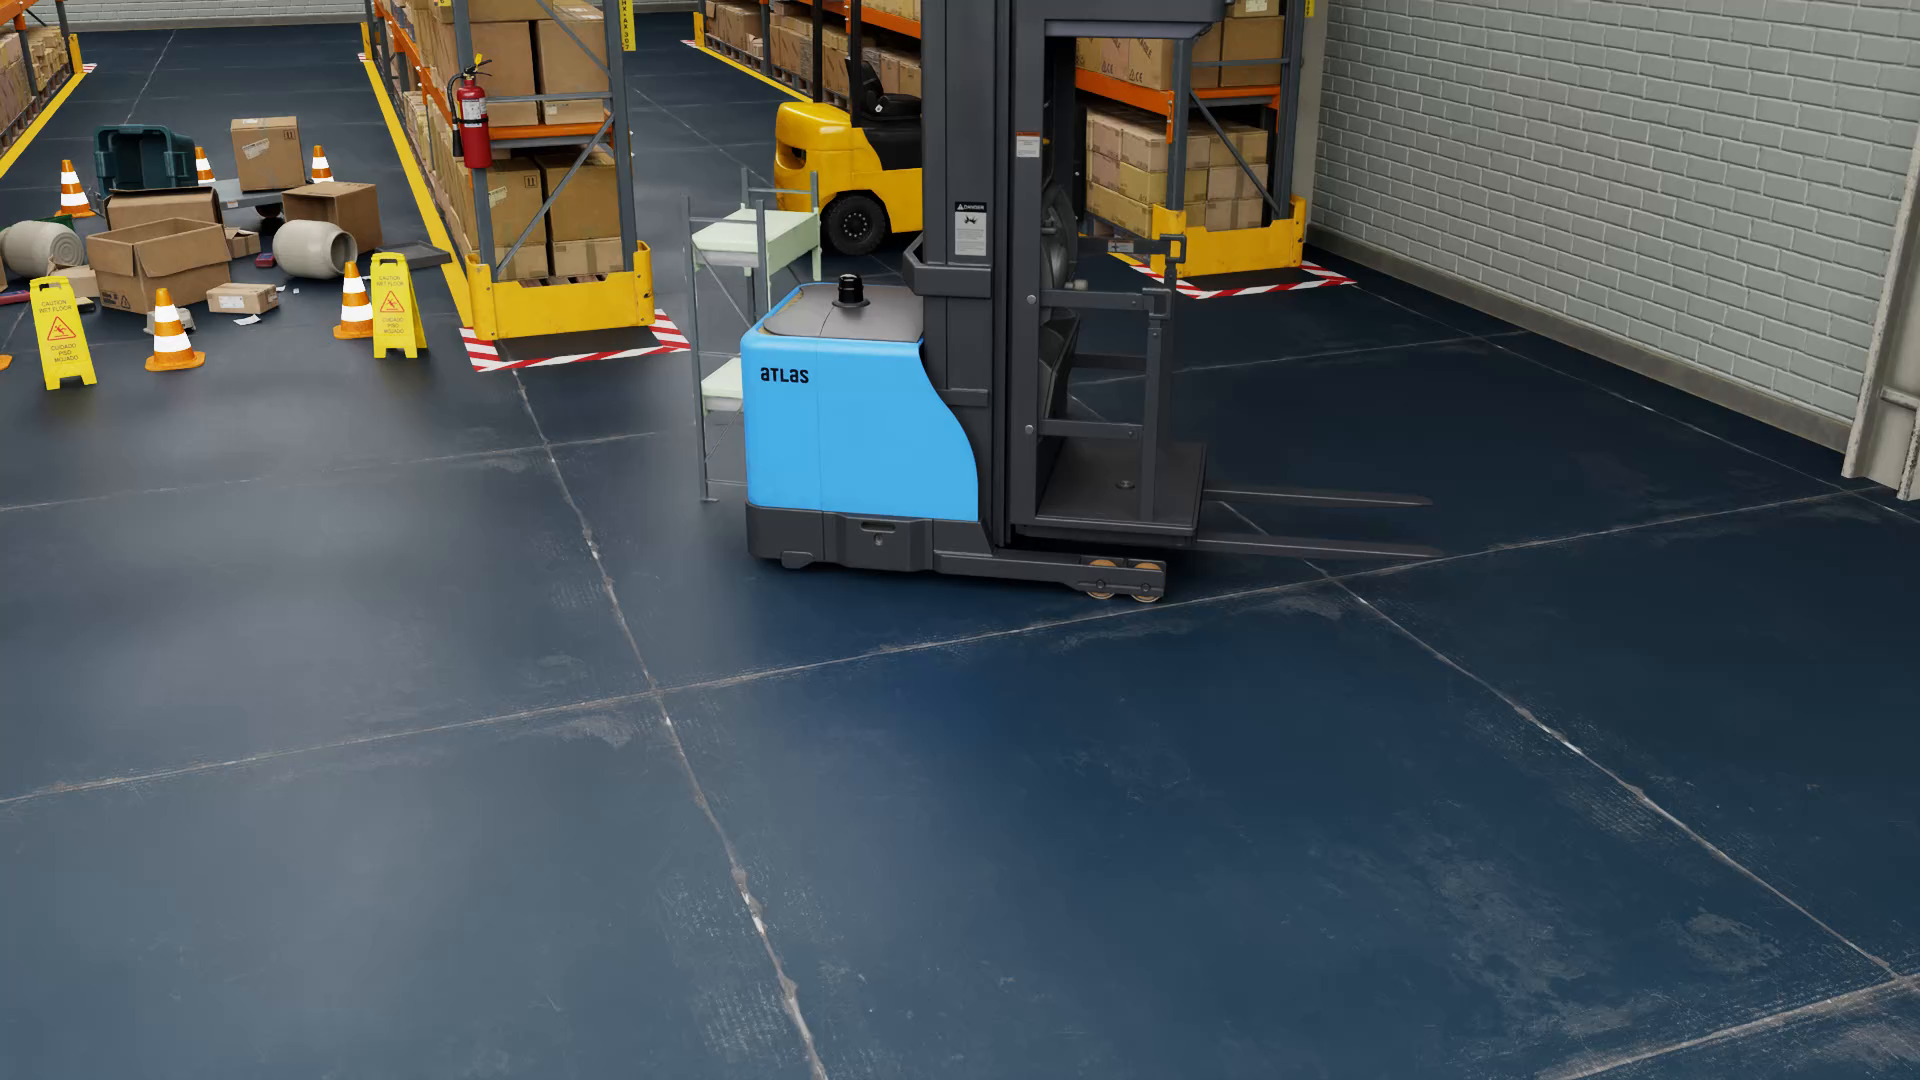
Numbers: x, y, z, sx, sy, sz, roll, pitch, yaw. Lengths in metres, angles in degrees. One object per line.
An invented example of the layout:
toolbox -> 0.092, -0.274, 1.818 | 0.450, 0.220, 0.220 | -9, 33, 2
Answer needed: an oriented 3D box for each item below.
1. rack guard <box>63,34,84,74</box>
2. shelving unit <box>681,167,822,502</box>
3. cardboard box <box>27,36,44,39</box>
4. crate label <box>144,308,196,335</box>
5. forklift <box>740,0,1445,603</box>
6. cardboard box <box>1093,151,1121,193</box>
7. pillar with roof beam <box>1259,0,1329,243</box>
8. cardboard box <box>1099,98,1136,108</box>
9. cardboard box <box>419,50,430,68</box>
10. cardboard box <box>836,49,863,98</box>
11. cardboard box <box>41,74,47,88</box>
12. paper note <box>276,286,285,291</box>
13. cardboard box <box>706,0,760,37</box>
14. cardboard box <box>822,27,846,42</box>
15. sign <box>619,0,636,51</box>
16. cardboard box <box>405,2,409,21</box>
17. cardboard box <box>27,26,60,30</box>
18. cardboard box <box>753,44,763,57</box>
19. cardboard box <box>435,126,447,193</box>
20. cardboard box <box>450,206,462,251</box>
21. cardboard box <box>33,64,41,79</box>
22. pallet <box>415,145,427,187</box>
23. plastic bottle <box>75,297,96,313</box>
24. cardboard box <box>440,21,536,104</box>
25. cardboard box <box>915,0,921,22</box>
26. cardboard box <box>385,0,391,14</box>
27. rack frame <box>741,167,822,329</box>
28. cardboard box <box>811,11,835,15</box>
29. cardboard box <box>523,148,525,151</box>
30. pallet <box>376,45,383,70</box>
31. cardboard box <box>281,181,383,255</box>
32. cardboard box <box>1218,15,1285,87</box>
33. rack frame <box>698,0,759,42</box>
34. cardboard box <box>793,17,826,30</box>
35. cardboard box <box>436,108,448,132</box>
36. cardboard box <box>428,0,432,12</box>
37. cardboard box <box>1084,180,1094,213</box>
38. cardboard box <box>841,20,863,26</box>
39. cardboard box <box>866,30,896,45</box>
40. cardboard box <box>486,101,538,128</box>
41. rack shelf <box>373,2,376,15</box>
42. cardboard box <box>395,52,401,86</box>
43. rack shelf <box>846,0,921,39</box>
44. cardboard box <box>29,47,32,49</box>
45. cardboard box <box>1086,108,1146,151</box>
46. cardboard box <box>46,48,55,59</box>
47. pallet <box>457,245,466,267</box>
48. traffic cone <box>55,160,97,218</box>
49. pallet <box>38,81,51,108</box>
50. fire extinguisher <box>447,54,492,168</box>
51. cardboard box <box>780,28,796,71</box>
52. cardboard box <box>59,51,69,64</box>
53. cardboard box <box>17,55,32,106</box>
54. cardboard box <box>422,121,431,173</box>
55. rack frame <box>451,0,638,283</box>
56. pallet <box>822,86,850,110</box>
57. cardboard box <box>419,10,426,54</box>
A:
rack guard -> -12.841, -6.707, 23.020 | 1.175, 0.500, 0.348 | -8, 24, -19
shelving unit -> -0.991, -1.008, 8.210 | 0.431, 1.500, 0.755 | 6, 24, 14
cardboard box -> -12.030, -6.404, 21.445 | 0.380, 0.149, 0.250 | -9, 25, -21
crate label -> -5.233, -1.450, 11.015 | 0.298, 0.136, 0.250 | 18, 29, 36
forklift -> 0.613, -1.307, 7.078 | 3.031, 2.935, 1.130 | 4, 23, 9
cardboard box -> 1.391, -2.946, 13.233 | 0.500, 0.250, 0.500 | -9, 24, -20
pillar with roof beam -> -1.408, -6.022, 10.451 | 9.100, 9.000, 0.400 | -8, 24, -19
cardboard box -> 1.508, -3.611, 14.167 | 0.500, 0.250, 0.500 | -9, 24, -20
cardboard box -> -4.222, -3.968, 13.626 | 0.380, 0.149, 0.250 | -8, 24, -19
cardboard box -> -1.154, -5.544, 19.719 | 0.500, 0.500, 0.500 | -8, 24, -17
cardboard box -> -11.377, -5.586, 20.272 | 0.380, 0.149, 0.250 | -8, 24, -17
paper note -> -4.976, -1.815, 12.032 | 0.148, 0.019, 0.142 | 0, 23, -1
cardboard box -> -3.503, -8.093, 25.763 | 0.797, 0.503, 0.637 | -9, 25, -21
cardboard box -> -1.532, -6.253, 20.566 | 0.380, 0.149, 0.250 | -9, 24, -20
sign -> -2.113, -3.262, 10.514 | 0.100, 0.325, 0.005 | -8, 24, -19
cardboard box -> -4.768, -4.748, 14.936 | 0.380, 0.149, 0.250 | -8, 24, -19
cardboard box -> -12.443, -6.883, 22.583 | 0.380, 0.149, 0.250 | -8, 24, -18
cardboard box -> -2.689, -6.874, 23.326 | 0.380, 0.149, 0.250 | -9, 25, -21
cardboard box -> -3.877, -3.070, 13.206 | 0.500, 0.500, 0.500 | -7, 24, -17
cardboard box -> -3.523, -2.351, 12.465 | 0.500, 0.250, 0.500 | -9, 25, -21
cardboard box -> -11.283, -5.626, 19.983 | 0.380, 0.149, 0.250 | -7, 24, -17
pallet -> -4.744, -3.684, 16.219 | 1.003, 0.211, 1.213 | -8, 24, -19
plastic bottle -> -6.122, -1.641, 11.565 | 0.133, 0.061, 0.283 | -18, 29, -37
cardboard box -> -3.070, -3.132, 10.806 | 0.500, 0.500, 0.500 | -9, 24, -20
cardboard box -> -0.143, -5.369, 16.821 | 0.500, 0.250, 0.500 | -8, 24, -19
cardboard box -> -5.868, -5.775, 17.782 | 0.500, 0.250, 0.500 | -9, 25, -21
rack frame -> -0.897, -1.145, 8.536 | 0.400, 1.500, 0.023 | 6, 24, 14
cardboard box -> -1.817, -7.078, 22.524 | 0.380, 0.149, 0.250 | -9, 25, -21
cardboard box -> -3.014, -2.773, 12.502 | 0.500, 0.500, 0.500 | -8, 24, -18
pallet -> -7.917, -7.038, 24.176 | 1.003, 0.211, 1.213 | -8, 24, -19
cardboard box -> -4.928, -2.516, 13.072 | 0.500, 0.500, 0.500 | 8, 24, 18
cardboard box -> 2.107, -3.736, 12.622 | 0.500, 0.500, 0.500 | -8, 24, -17
rack frame -> -3.630, -9.285, 25.917 | 1.000, 3.000, 0.127 | -8, 24, -19
cardboard box -> -1.958, -6.726, 21.688 | 0.380, 0.149, 0.250 | -9, 24, -20
cardboard box -> -3.808, -3.224, 12.737 | 0.380, 0.149, 0.250 | -7, 24, -16
cardboard box -> -3.177, -3.773, 11.042 | 0.700, 0.500, 0.500 | -8, 24, -18
cardboard box -> 1.226, -2.890, 13.745 | 0.500, 0.250, 0.500 | -8, 24, -18
cardboard box -> -1.320, -6.614, 21.422 | 0.380, 0.149, 0.250 | -8, 24, -18
cardboard box -> -0.928, -6.131, 20.276 | 0.380, 0.149, 0.250 | -8, 24, -18
cardboard box -> -2.952, -2.780, 10.807 | 0.380, 0.149, 0.250 | -8, 24, -17
rack shelf -> -7.566, -7.544, 22.714 | 1.077, 0.370, 4.000 | -8, 24, -19
cardboard box -> -6.565, -6.149, 20.673 | 0.875, 0.875, 0.875 | -8, 24, -17
rack shelf -> -0.097, -5.320, 17.436 | 1.077, 0.370, 4.000 | -8, 24, -19
cardboard box -> -11.560, -5.934, 20.331 | 0.380, 0.149, 0.250 | -9, 24, -20
cardboard box -> 1.194, -3.350, 13.548 | 0.500, 0.250, 0.500 | -8, 24, -18
cardboard box -> -11.961, -6.280, 21.535 | 0.380, 0.149, 0.250 | -7, 24, -16
pallet -> -3.328, -2.274, 12.874 | 1.003, 0.211, 1.213 | -8, 24, -19
traffic cone -> -7.689, -3.052, 14.395 | 0.336, 0.463, 0.334 | -8, 24, -19
pallet -> -11.725, -5.388, 20.261 | 1.003, 0.211, 1.213 | -8, 24, -19
fire extinguisher -> -3.011, -2.649, 10.271 | 0.296, 0.674, 0.183 | -8, 24, -19
cardboard box -> -2.059, -6.474, 21.927 | 0.500, 0.500, 0.500 | -9, 24, -20
cardboard box -> -12.301, -6.524, 22.497 | 0.380, 0.149, 0.250 | -8, 24, -17
cardboard box -> -10.957, -5.241, 18.999 | 0.500, 0.500, 0.500 | -9, 24, -20
cardboard box -> -4.478, -3.676, 15.452 | 0.950, 0.372, 0.625 | -7, 24, -16
rack frame -> -2.620, -2.789, 10.505 | 1.000, 3.000, 0.127 | -8, 24, -19
pallet -> -1.032, -5.370, 20.218 | 1.003, 0.211, 1.213 | -8, 24, -19
cardboard box -> -3.939, -4.048, 12.981 | 0.500, 0.500, 0.500 | -8, 24, -19
